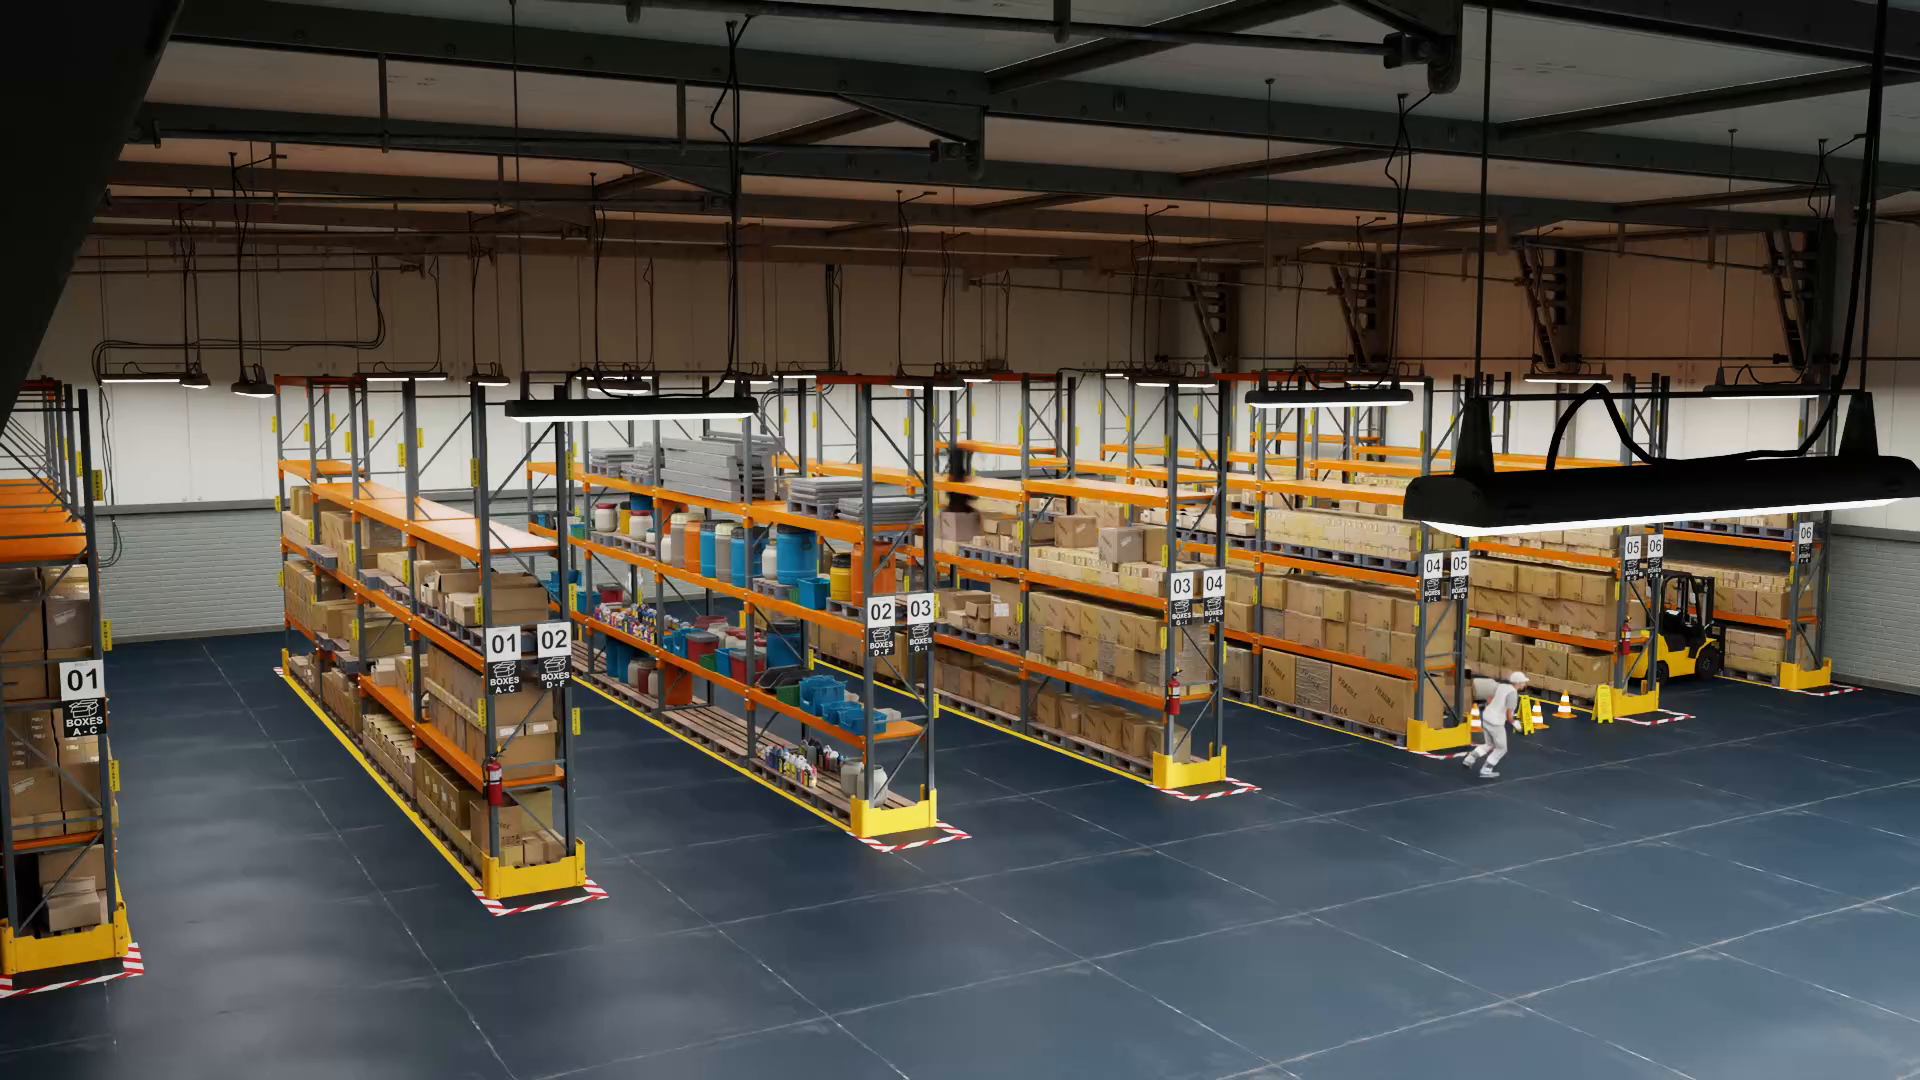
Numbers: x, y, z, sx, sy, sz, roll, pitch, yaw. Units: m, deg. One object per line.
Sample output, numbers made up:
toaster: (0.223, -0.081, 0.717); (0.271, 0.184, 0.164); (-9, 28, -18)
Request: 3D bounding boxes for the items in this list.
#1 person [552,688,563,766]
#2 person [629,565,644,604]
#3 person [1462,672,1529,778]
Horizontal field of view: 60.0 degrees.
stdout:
person: (-6.428, 2.665, 25.974); (0.805, 1.719, 0.712); (5, 8, 39)
person: (-7.562, 1.319, 38.514); (0.687, 1.644, 0.682); (-1, 6, -6)
person: (8.069, 2.780, 25.052); (0.910, 1.633, 0.637); (0, 6, -4)
